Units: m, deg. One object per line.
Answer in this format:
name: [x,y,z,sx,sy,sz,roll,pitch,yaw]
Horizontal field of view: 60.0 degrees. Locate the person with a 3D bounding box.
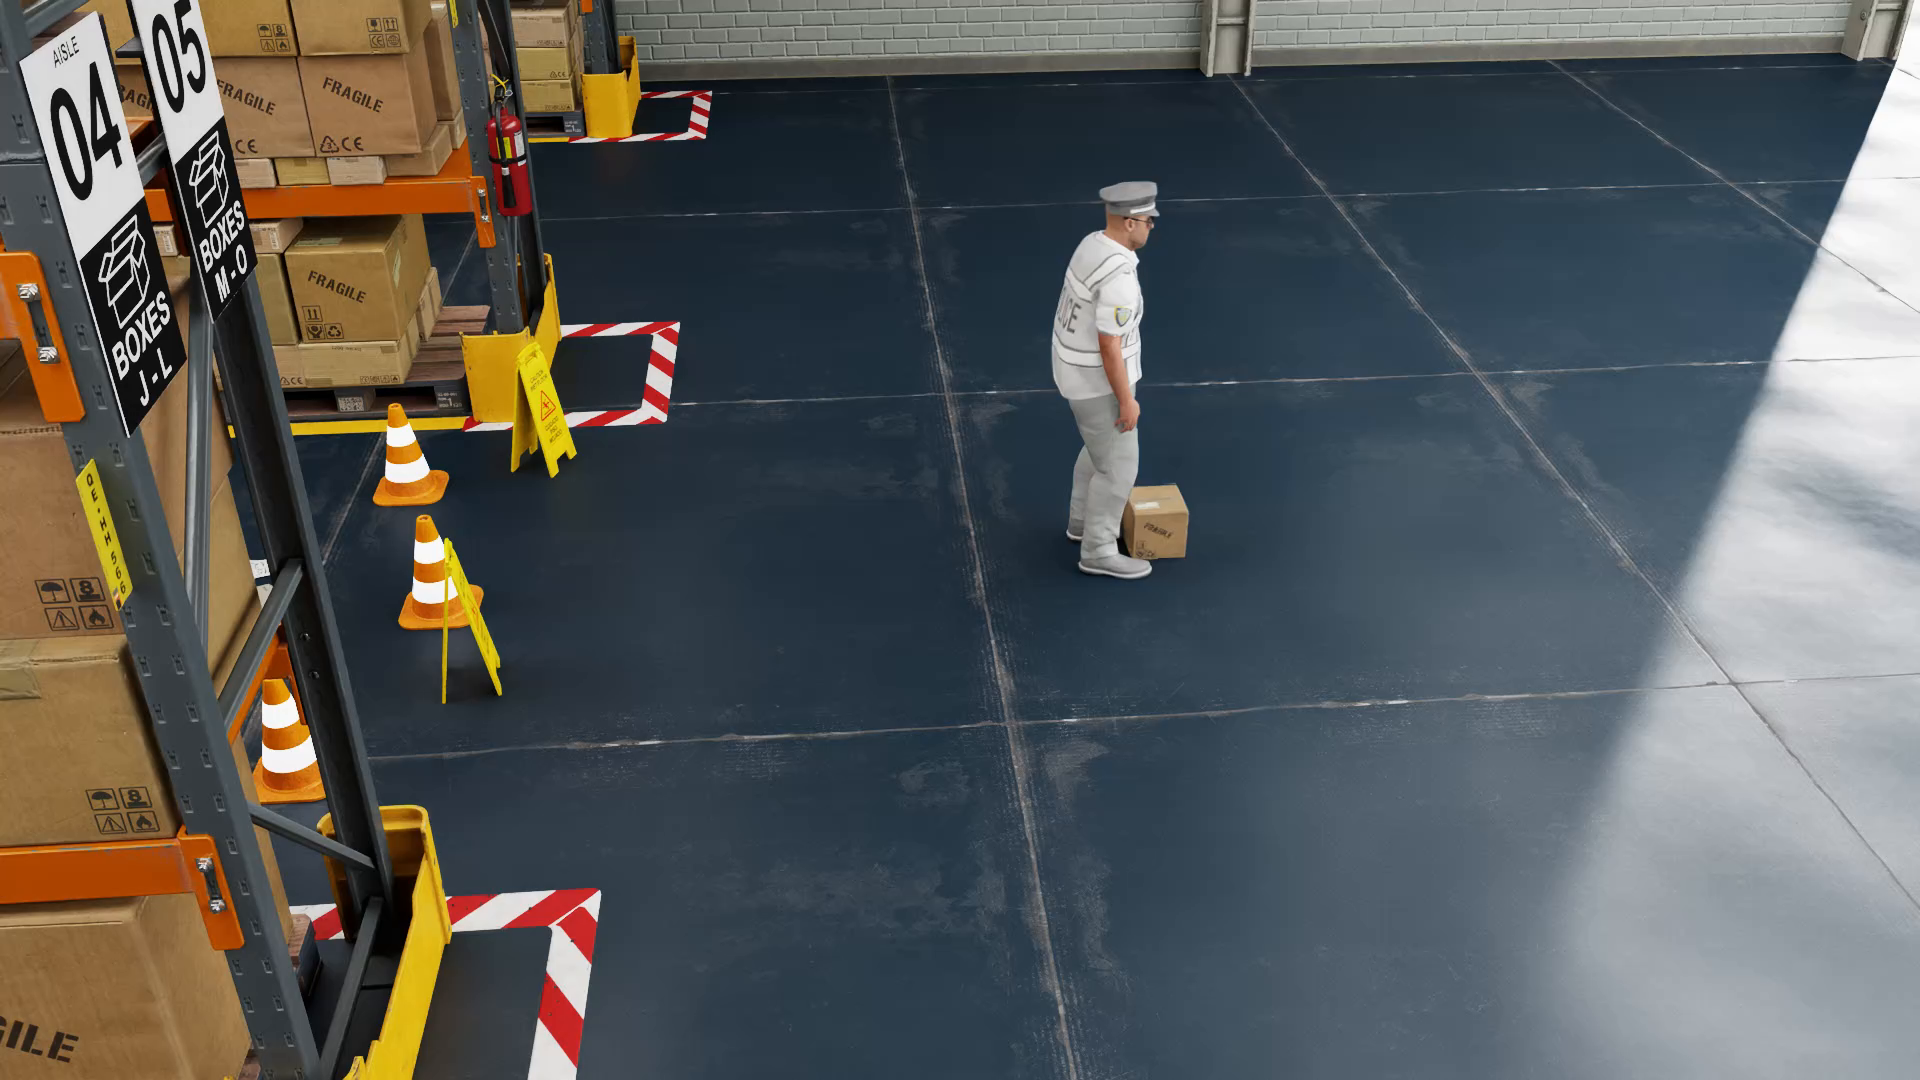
person: [0.627,-0.705,7.303,0.434,1.748,0.580,-4,31,-6]
